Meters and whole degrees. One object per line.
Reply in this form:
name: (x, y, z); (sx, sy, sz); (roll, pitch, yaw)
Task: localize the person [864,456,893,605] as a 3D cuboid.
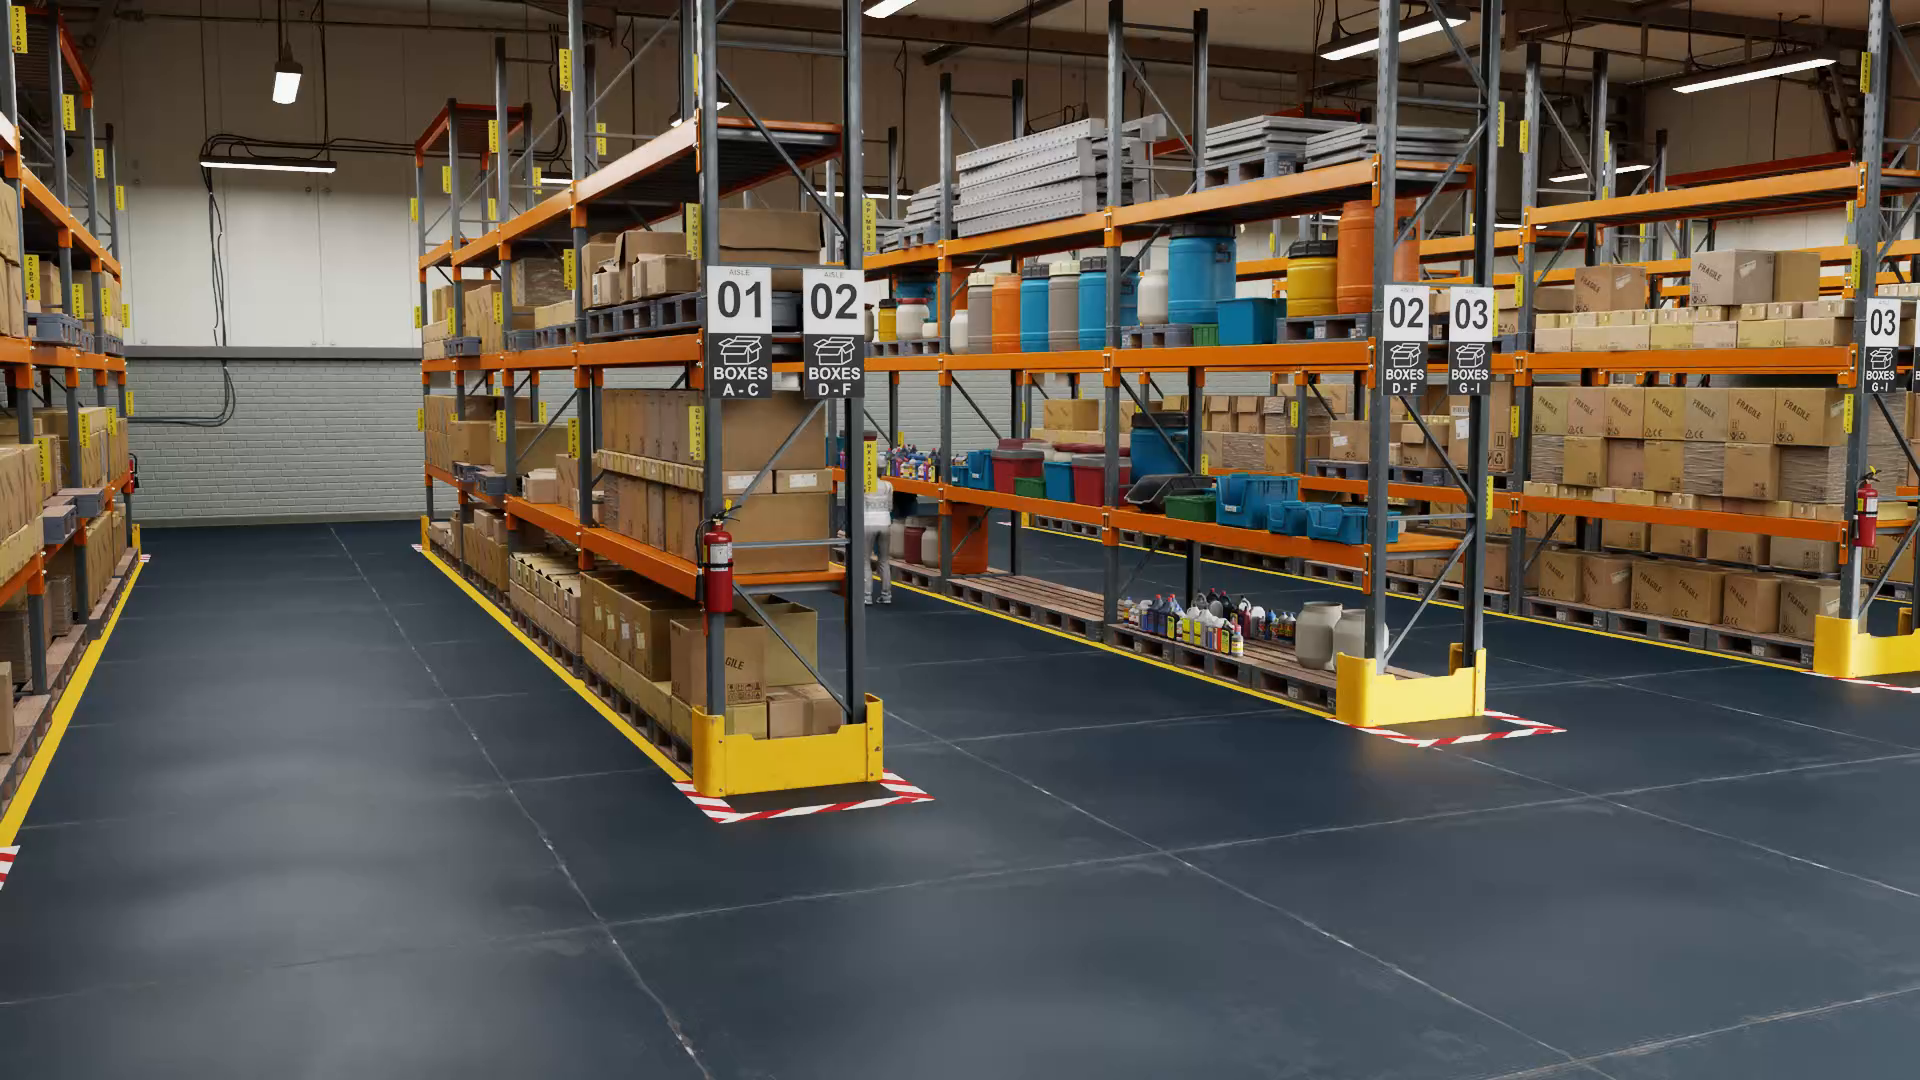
person: (-0.988, -0.121, 18.765); (0.461, 1.686, 0.556); (-2, 6, -24)
